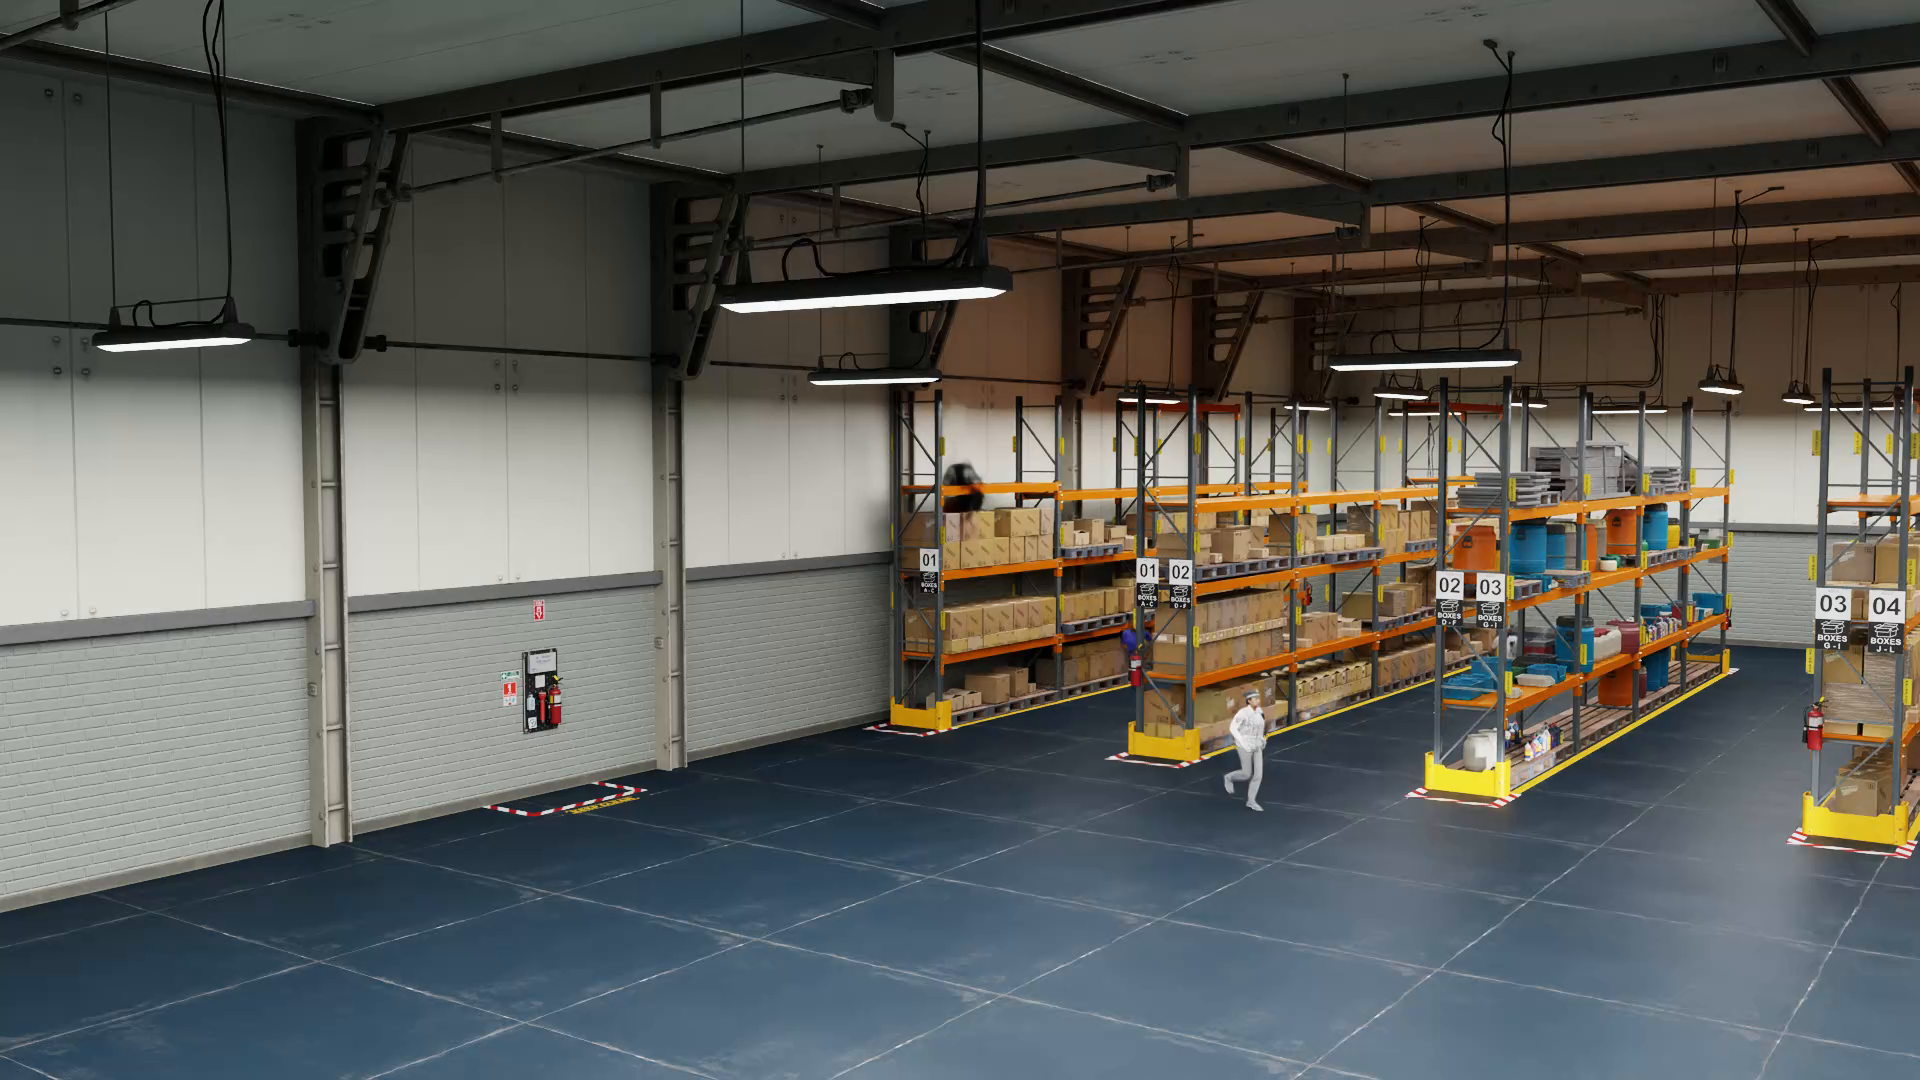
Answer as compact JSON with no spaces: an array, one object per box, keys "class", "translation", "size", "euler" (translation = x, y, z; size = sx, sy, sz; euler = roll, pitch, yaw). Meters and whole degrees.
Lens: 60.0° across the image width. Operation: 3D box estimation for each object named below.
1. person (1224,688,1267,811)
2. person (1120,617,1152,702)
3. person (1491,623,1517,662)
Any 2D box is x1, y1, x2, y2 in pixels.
[{"class":"person","translation":[4.004,2.881,23.160],"size":[0.643,1.674,0.725],"euler":[-2,4,-36]},{"class":"person","translation":[3.221,2.263,30.564],"size":[0.560,1.727,0.752],"euler":[1,4,24]},{"class":"person","translation":[10.464,2.395,31.828],"size":[0.598,1.671,0.678],"euler":[2,4,28]}]
